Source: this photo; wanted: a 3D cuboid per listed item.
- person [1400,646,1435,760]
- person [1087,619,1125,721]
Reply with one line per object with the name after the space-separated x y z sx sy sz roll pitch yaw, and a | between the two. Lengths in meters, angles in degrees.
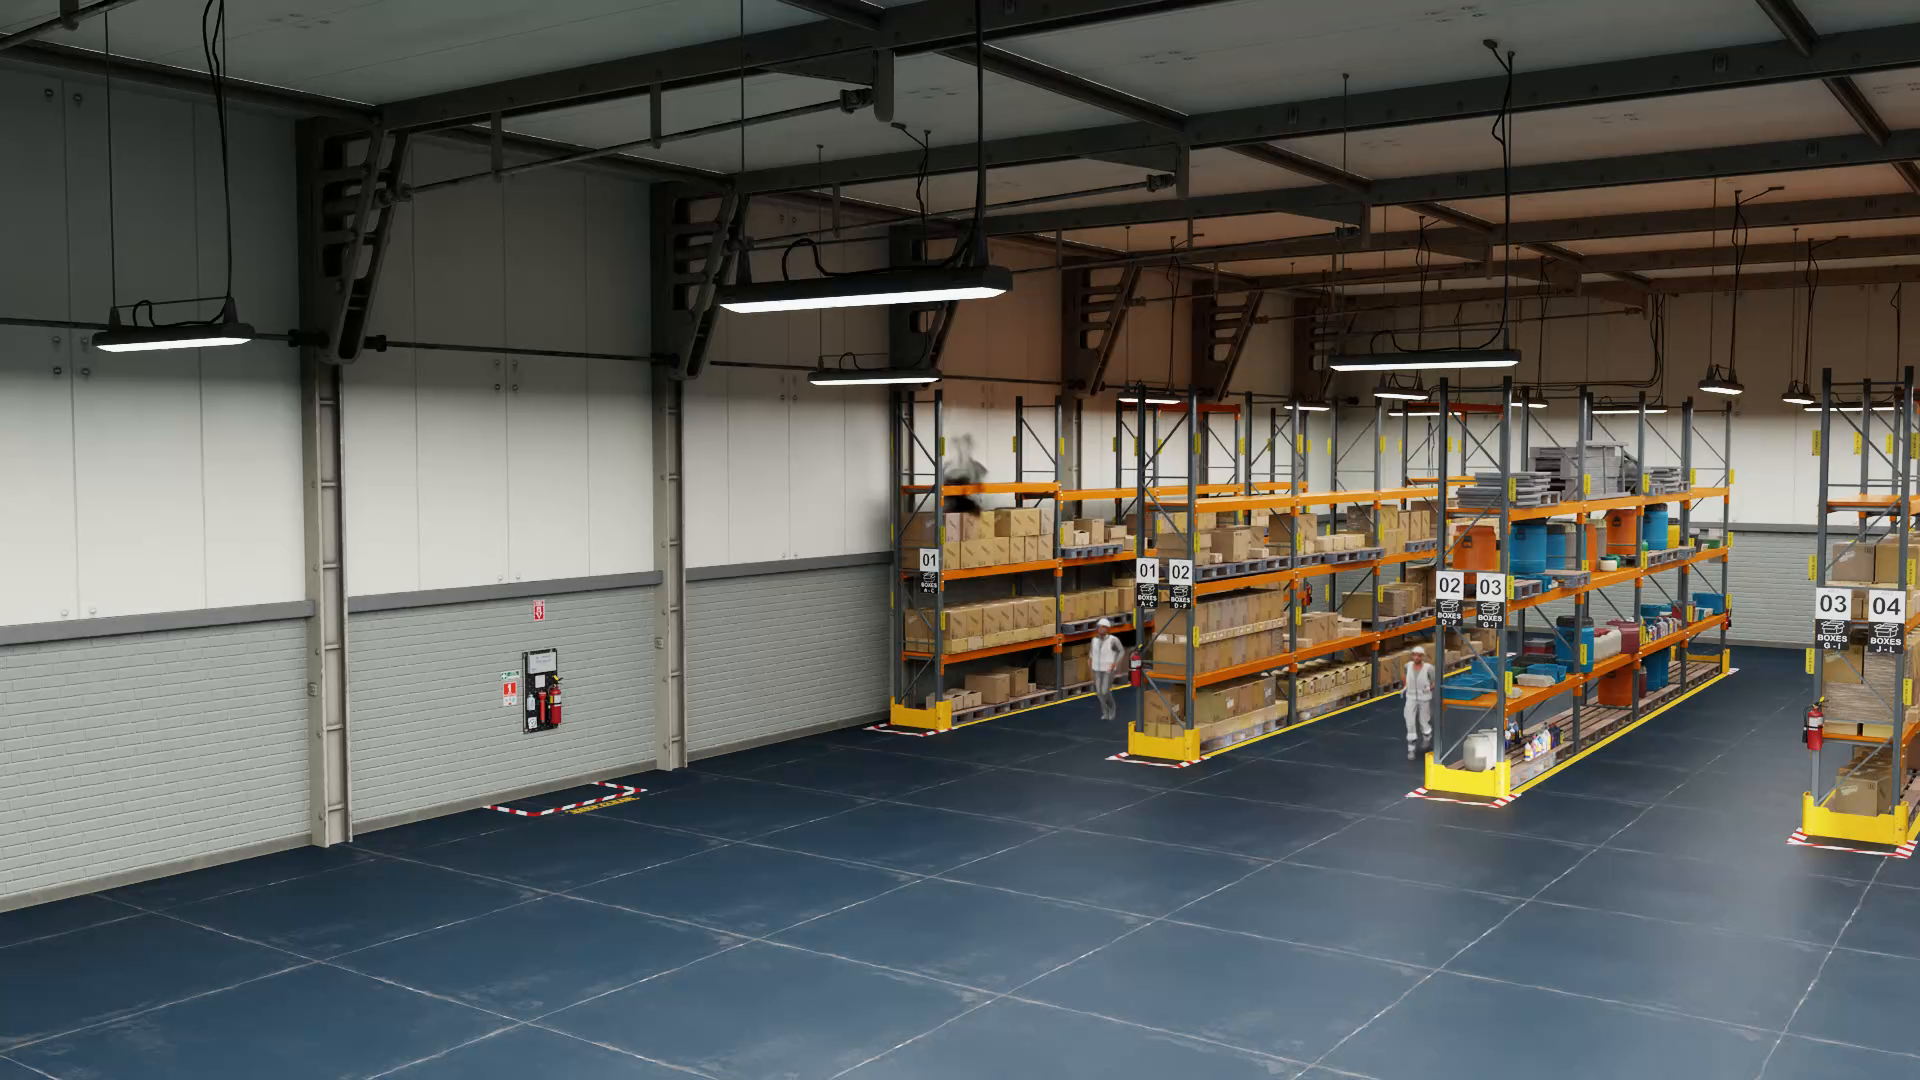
7.422 2.593 26.855 0.607 1.792 0.992 2 4 26 | person
2.459 2.242 28.586 0.635 1.773 0.567 2 4 33 | person
